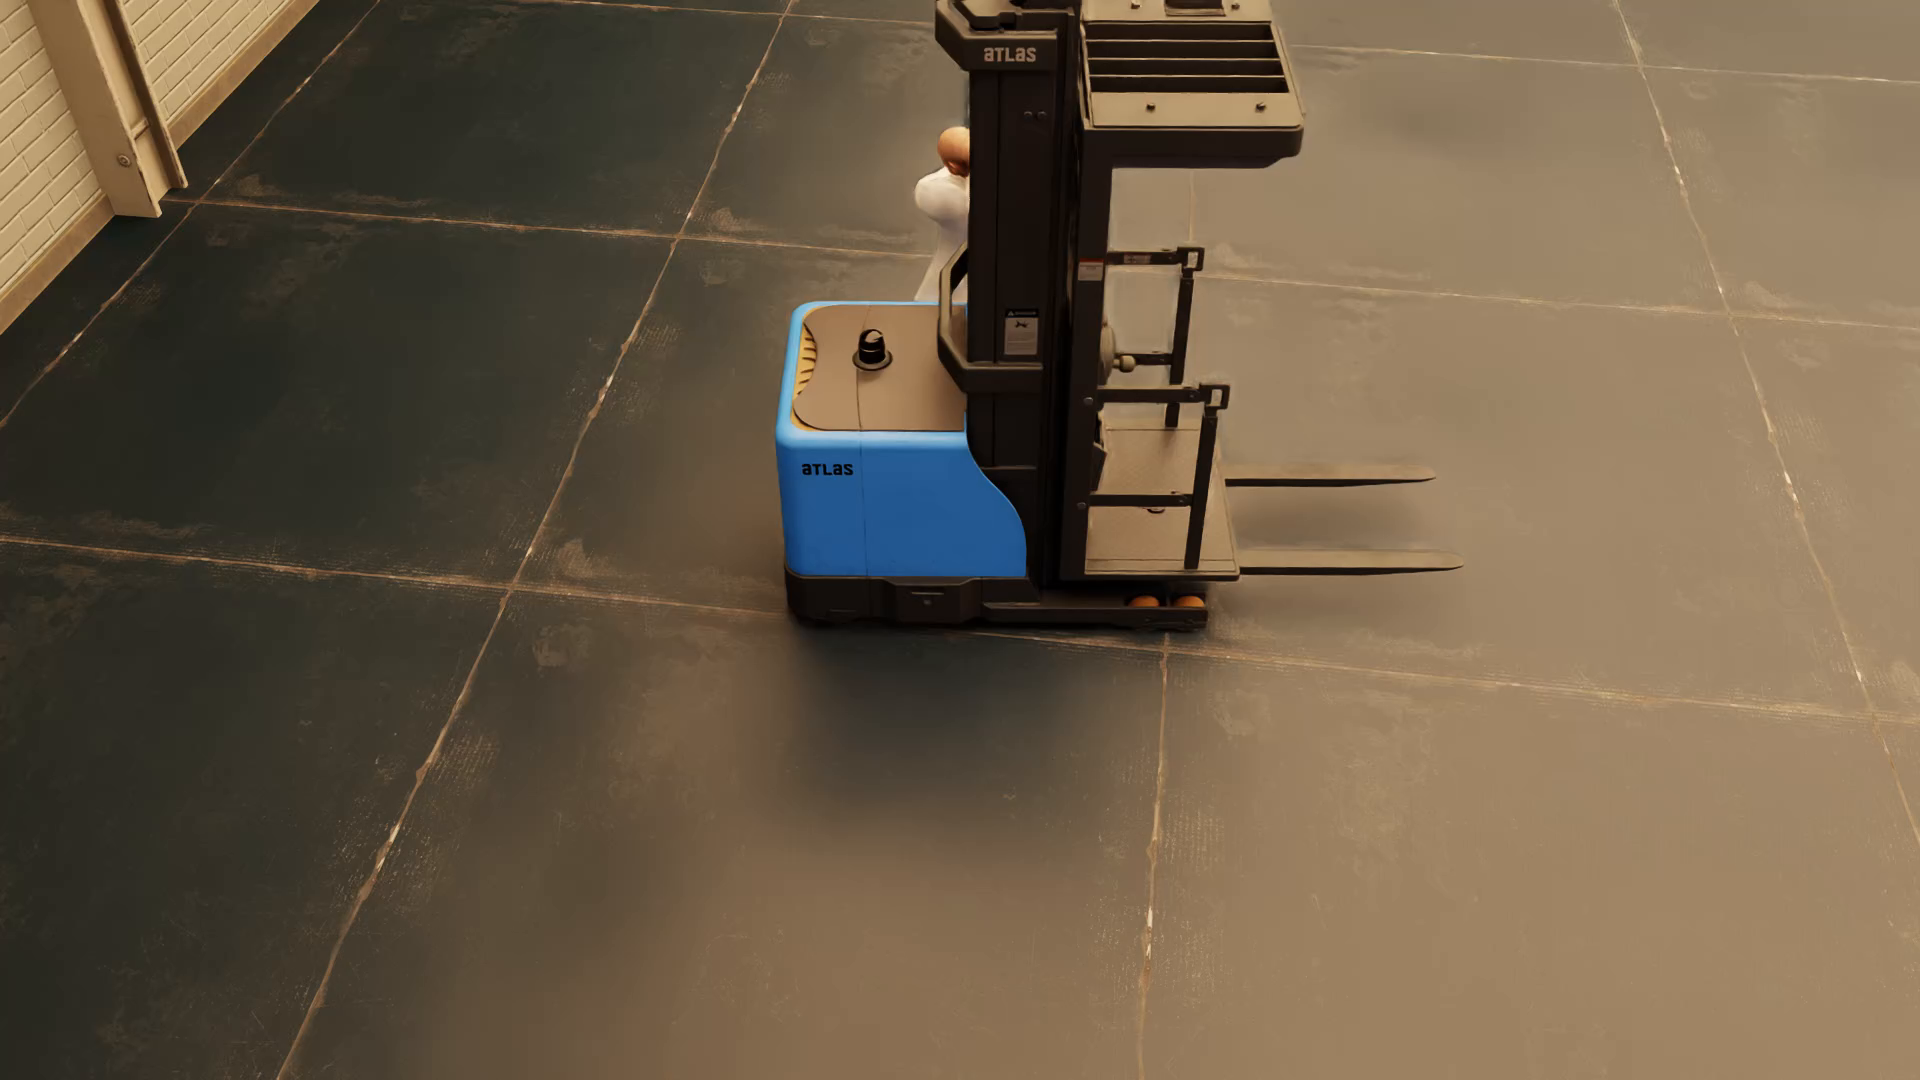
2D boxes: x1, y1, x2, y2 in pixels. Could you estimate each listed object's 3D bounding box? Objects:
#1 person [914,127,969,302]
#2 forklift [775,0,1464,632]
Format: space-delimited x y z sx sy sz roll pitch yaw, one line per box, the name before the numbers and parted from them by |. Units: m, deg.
person | 0.172 -1.361 8.161 0.822 1.631 0.911 -7 43 -8
forklift | 0.743 -1.033 6.848 3.031 2.935 1.130 0 43 0
